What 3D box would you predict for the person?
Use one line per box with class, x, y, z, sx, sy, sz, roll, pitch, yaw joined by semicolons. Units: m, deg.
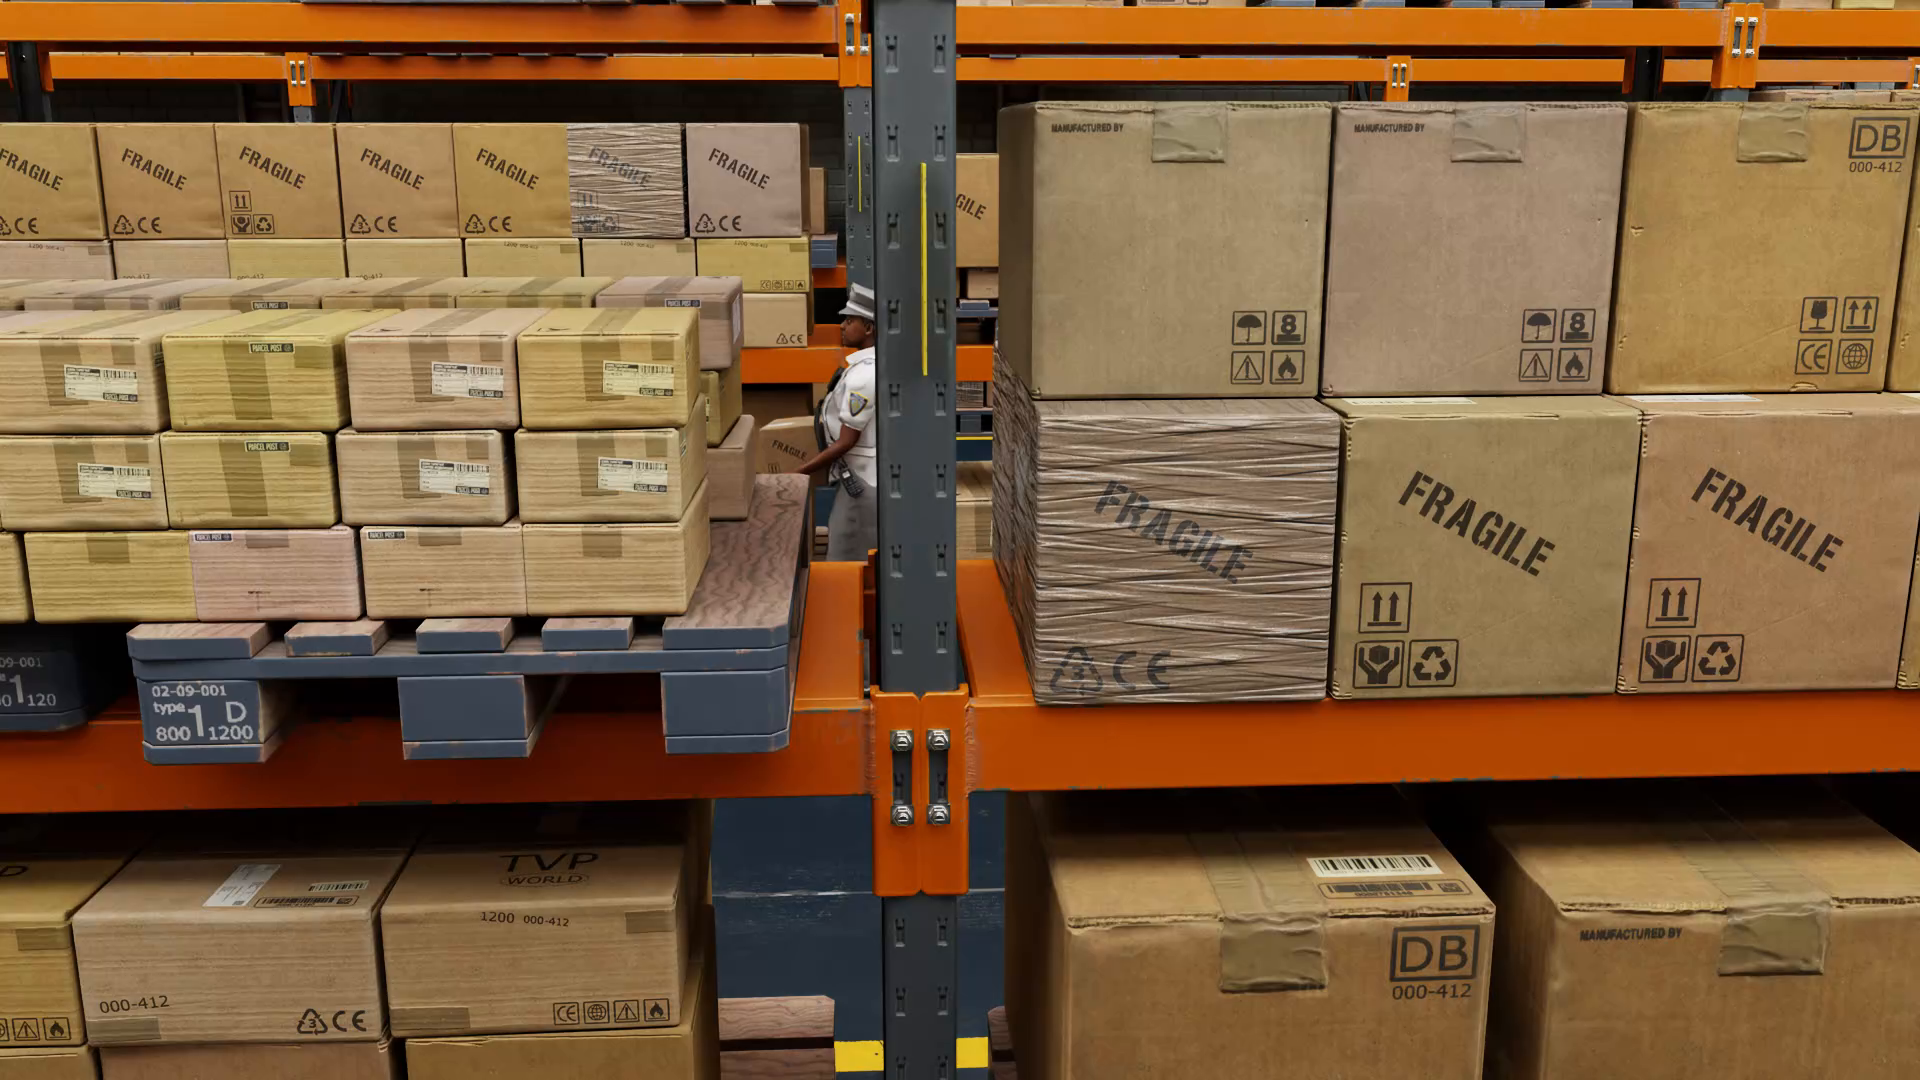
person;-0.466;-0.205;6.790;0.518;1.690;0.451;2;14;9
